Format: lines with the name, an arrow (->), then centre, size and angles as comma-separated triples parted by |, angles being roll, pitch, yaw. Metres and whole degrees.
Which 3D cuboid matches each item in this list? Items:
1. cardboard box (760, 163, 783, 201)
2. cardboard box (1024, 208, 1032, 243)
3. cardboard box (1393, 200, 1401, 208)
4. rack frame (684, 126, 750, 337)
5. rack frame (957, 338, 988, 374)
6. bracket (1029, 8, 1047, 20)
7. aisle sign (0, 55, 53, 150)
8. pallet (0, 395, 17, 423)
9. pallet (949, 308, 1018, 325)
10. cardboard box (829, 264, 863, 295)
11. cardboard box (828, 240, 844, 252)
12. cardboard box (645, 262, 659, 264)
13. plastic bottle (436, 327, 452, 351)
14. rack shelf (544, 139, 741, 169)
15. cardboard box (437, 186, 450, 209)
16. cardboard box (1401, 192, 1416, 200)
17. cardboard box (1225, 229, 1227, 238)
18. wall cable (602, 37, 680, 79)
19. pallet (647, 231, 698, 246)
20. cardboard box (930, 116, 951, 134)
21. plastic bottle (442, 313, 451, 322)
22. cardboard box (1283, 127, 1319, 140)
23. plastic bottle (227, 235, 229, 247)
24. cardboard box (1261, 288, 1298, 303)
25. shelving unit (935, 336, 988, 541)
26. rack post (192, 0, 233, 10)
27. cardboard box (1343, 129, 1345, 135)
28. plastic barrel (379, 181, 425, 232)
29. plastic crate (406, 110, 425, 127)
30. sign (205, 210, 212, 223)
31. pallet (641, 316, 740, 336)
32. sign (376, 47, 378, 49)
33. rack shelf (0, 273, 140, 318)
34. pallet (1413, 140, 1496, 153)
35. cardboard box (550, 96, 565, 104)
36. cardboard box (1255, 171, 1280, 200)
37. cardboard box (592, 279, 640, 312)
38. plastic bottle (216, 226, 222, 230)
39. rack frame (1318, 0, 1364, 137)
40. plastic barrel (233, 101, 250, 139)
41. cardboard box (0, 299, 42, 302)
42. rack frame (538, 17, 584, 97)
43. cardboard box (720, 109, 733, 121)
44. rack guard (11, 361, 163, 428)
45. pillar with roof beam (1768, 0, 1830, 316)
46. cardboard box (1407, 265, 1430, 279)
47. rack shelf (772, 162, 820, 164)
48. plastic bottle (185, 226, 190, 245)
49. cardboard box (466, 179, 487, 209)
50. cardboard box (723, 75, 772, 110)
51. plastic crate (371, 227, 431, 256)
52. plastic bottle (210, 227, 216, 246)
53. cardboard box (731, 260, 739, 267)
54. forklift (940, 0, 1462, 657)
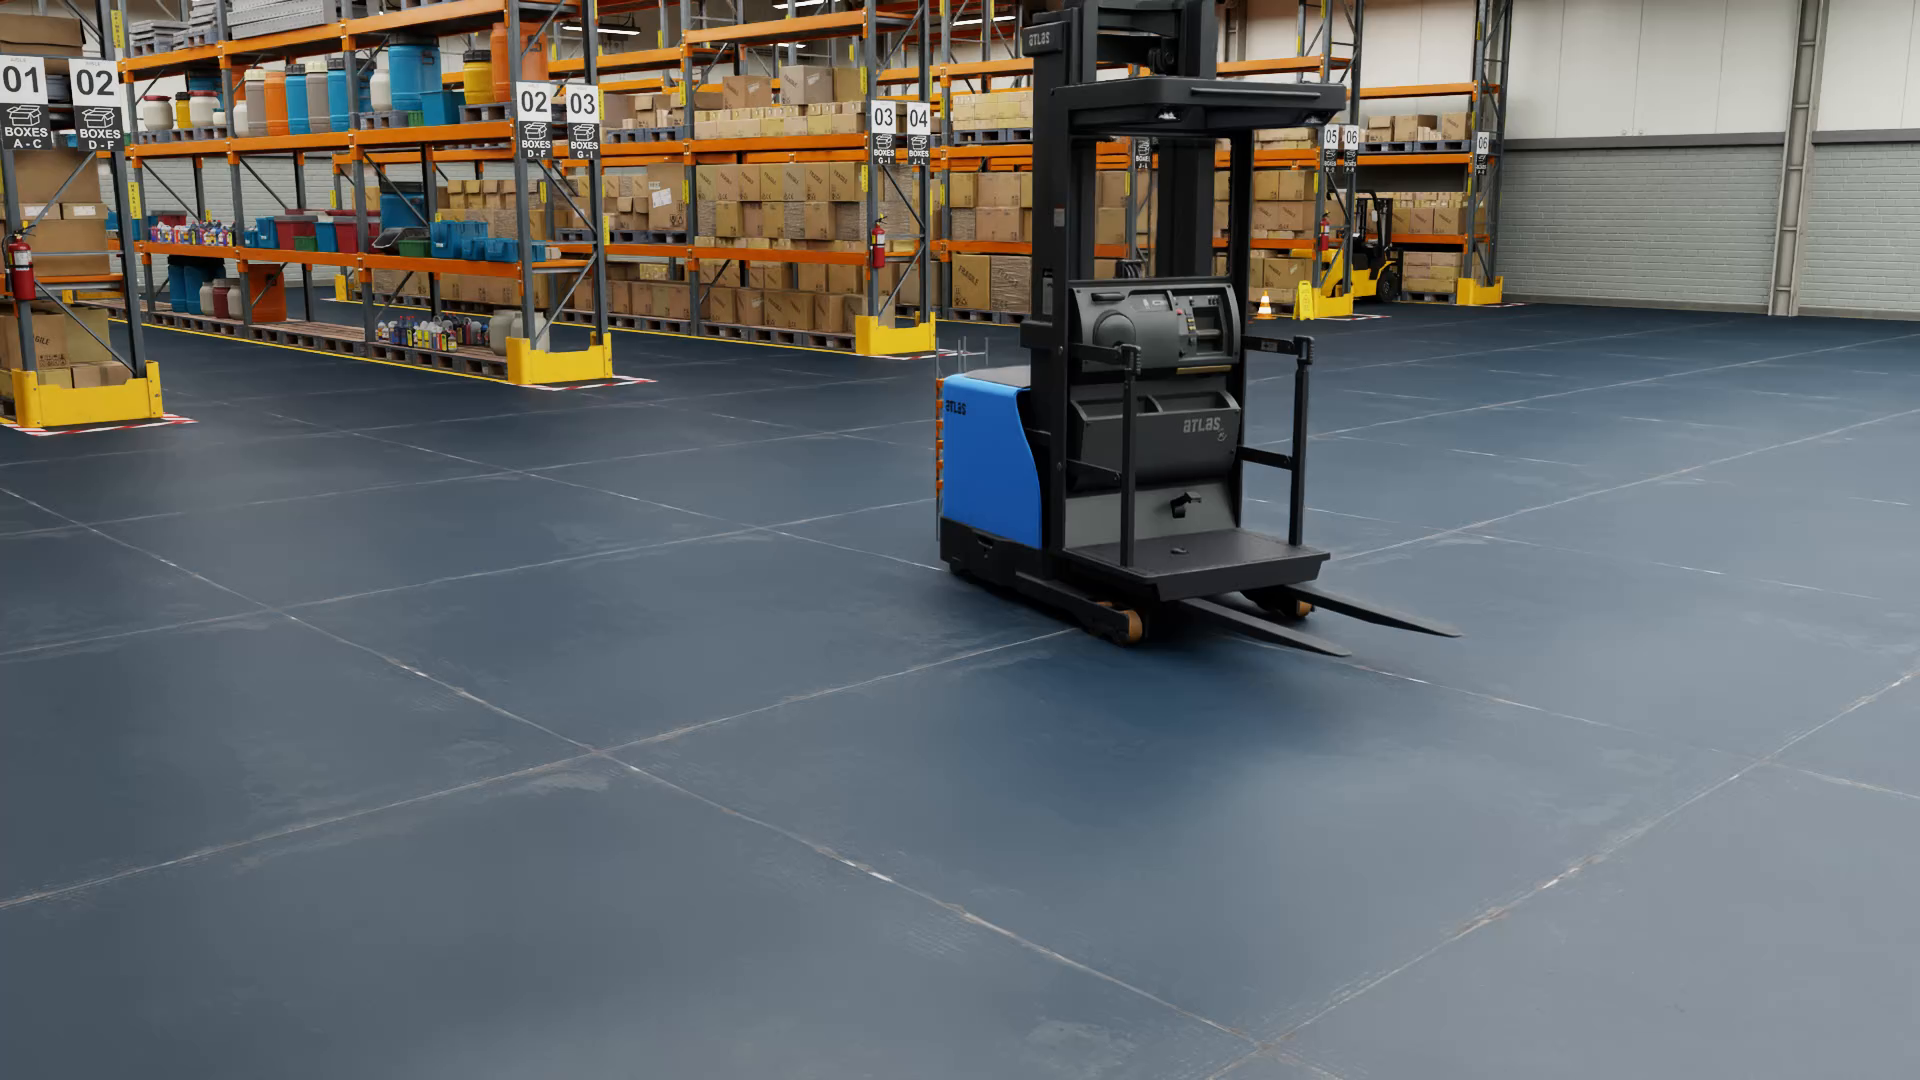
cardboard box -> -2.384, -4.896, 22.777 | 0.500, 0.500, 0.500 | -11, 16, -43
cardboard box -> 1.488, -4.992, 26.334 | 0.875, 0.550, 0.500 | -11, 16, -43
cardboard box -> 8.616, -6.581, 32.566 | 0.380, 0.149, 0.250 | -11, 16, -42
rack frame -> -3.555, -4.530, 24.464 | 1.000, 3.000, 0.127 | -11, 16, -43
rack frame -> 0.073, -0.572, 9.715 | 0.240, 1.200, 0.006 | -11, 16, -43
bracket -> 1.876, -12.589, 39.794 | 0.235, 0.232, 0.430 | -11, 16, -43
aisle sign -> -8.127, -3.789, 14.425 | 0.394, 0.787, 0.004 | -11, 16, -43
pallet -> -8.519, -1.306, 15.727 | 1.003, 0.211, 1.213 | -11, 16, -43
pallet -> 0.570, -3.718, 27.437 | 1.003, 0.211, 1.213 | -11, 16, -43
cardboard box -> -1.699, -4.665, 29.656 | 1.050, 0.750, 0.750 | -11, 16, -42
cardboard box -> -1.521, -3.901, 22.037 | 0.380, 0.149, 0.250 | -11, 16, -43
cardboard box -> -6.430, -5.744, 34.906 | 0.250, 0.149, 0.380 | 11, 16, 43
plastic bottle -> -6.115, -2.385, 19.712 | 0.152, 0.276, 0.135 | -11, 16, -42
rack shelf -> -4.937, -5.938, 25.650 | 1.077, 0.370, 4.000 | -11, 16, -43
cardboard box -> -9.591, -6.166, 30.185 | 0.500, 0.500, 0.500 | -10, 15, -41
cardboard box -> 8.791, -6.690, 32.355 | 0.380, 0.149, 0.250 | -10, 16, -41
cardboard box -> 4.920, -5.454, 29.574 | 0.380, 0.149, 0.250 | -11, 16, -43
wall cable -> -8.261, -11.495, 43.407 | 2.355, 3.000, 0.029 | -11, 16, -43
pallet -> -3.978, -4.567, 25.123 | 1.003, 0.211, 1.213 | -11, 16, -43
cardboard box -> -0.502, -6.937, 27.799 | 0.500, 0.250, 0.500 | -11, 16, -42
plastic bottle -> -6.484, -2.704, 21.075 | 0.185, 0.351, 0.144 | 11, 16, 44
cardboard box -> 5.826, -6.905, 28.196 | 0.500, 0.250, 0.500 | -11, 16, -43
plastic bottle -> -10.554, -4.345, 24.059 | 0.097, 0.201, 0.097 | 0, 12, 0
cardboard box -> 5.605, -4.270, 28.976 | 0.500, 0.250, 0.500 | -11, 16, -43
shelving unit -> 0.010, -0.586, 9.780 | 0.258, 1.200, 0.189 | -11, 16, -43
rack post -> -10.509, -7.714, 23.775 | 0.624, 0.289, 0.986 | -11, 16, -43
cardboard box -> 7.598, -8.128, 33.426 | 0.500, 0.311, 0.500 | -10, 16, -41
plastic barrel -> -7.185, -4.184, 21.541 | 0.600, 0.901, 0.708 | -11, 16, -43
plastic crate -> -6.245, -4.937, 19.530 | 0.336, 0.188, 0.450 | -11, 16, -43
sign -> -12.263, -5.219, 27.123 | 0.100, 0.325, 0.005 | -11, 16, -43
pallet -> -4.094, -3.277, 25.295 | 1.003, 0.211, 1.213 | -11, 16, -43
sign -> -11.440, -9.789, 32.613 | 0.100, 0.325, 0.005 | -11, 16, -43
rack shelf -> -9.342, -2.505, 16.422 | 1.077, 0.370, 4.000 | -11, 16, -43
pallet -> 9.492, -7.552, 31.918 | 1.003, 0.211, 1.213 | -11, 16, -43
cardboard box -> -6.179, -6.772, 26.427 | 0.500, 0.500, 0.500 | -11, 16, -42
cardboard box -> 5.520, -6.130, 28.770 | 0.700, 0.500, 0.500 | -11, 16, -42
cardboard box -> -5.448, -3.930, 26.659 | 0.500, 0.500, 0.700 | 10, 15, 40
plastic bottle -> -11.540, -4.765, 25.924 | 0.097, 0.271, 0.097 | 0, 12, 0
rack frame -> 6.374, -8.265, 27.728 | 1.000, 3.000, 0.127 | -11, 16, -43
plastic barrel -> -9.907, -5.859, 23.206 | 0.421, 0.512, 0.421 | 0, 12, 0
cardboard box -> -9.908, -2.264, 17.382 | 0.500, 0.500, 0.500 | -11, 16, -43
rack frame -> -6.318, -8.052, 26.692 | 1.000, 3.000, 0.127 | -11, 16, -43
cardboard box -> -3.148, -5.958, 23.347 | 0.380, 0.149, 0.250 | -11, 16, -42
rack guard -> -7.944, -1.338, 15.168 | 1.175, 0.500, 0.348 | -11, 16, -43
pillar with roof beam -> 11.163, -7.709, 25.028 | 9.100, 9.000, 0.400 | -11, 16, -43
cardboard box -> 9.061, -5.225, 32.373 | 0.500, 0.250, 0.500 | -11, 16, -43
rack shelf -> -3.294, -8.487, 38.020 | 1.077, 0.370, 4.000 | -11, 16, -43
plastic bottle -> -11.691, -4.619, 25.218 | 0.097, 0.271, 0.097 | 0, 12, 0
cardboard box -> -8.167, -6.044, 29.078 | 0.797, 0.503, 0.637 | -11, 16, -42
cardboard box -> -3.060, -6.408, 23.924 | 0.500, 0.500, 0.500 | 11, 16, 43
plastic crate -> -6.868, -3.715, 20.663 | 0.767, 0.338, 0.504 | -11, 16, -43
plastic bottle -> -10.983, -4.470, 24.491 | 0.097, 0.271, 0.097 | 0, 12, 0
cardboard box -> -4.019, -5.350, 31.743 | 0.500, 0.250, 0.500 | -10, 16, -41
forklift -> 1.055, -1.058, 7.784 | 1.130, 2.935, 3.031 | -6, 13, -29
